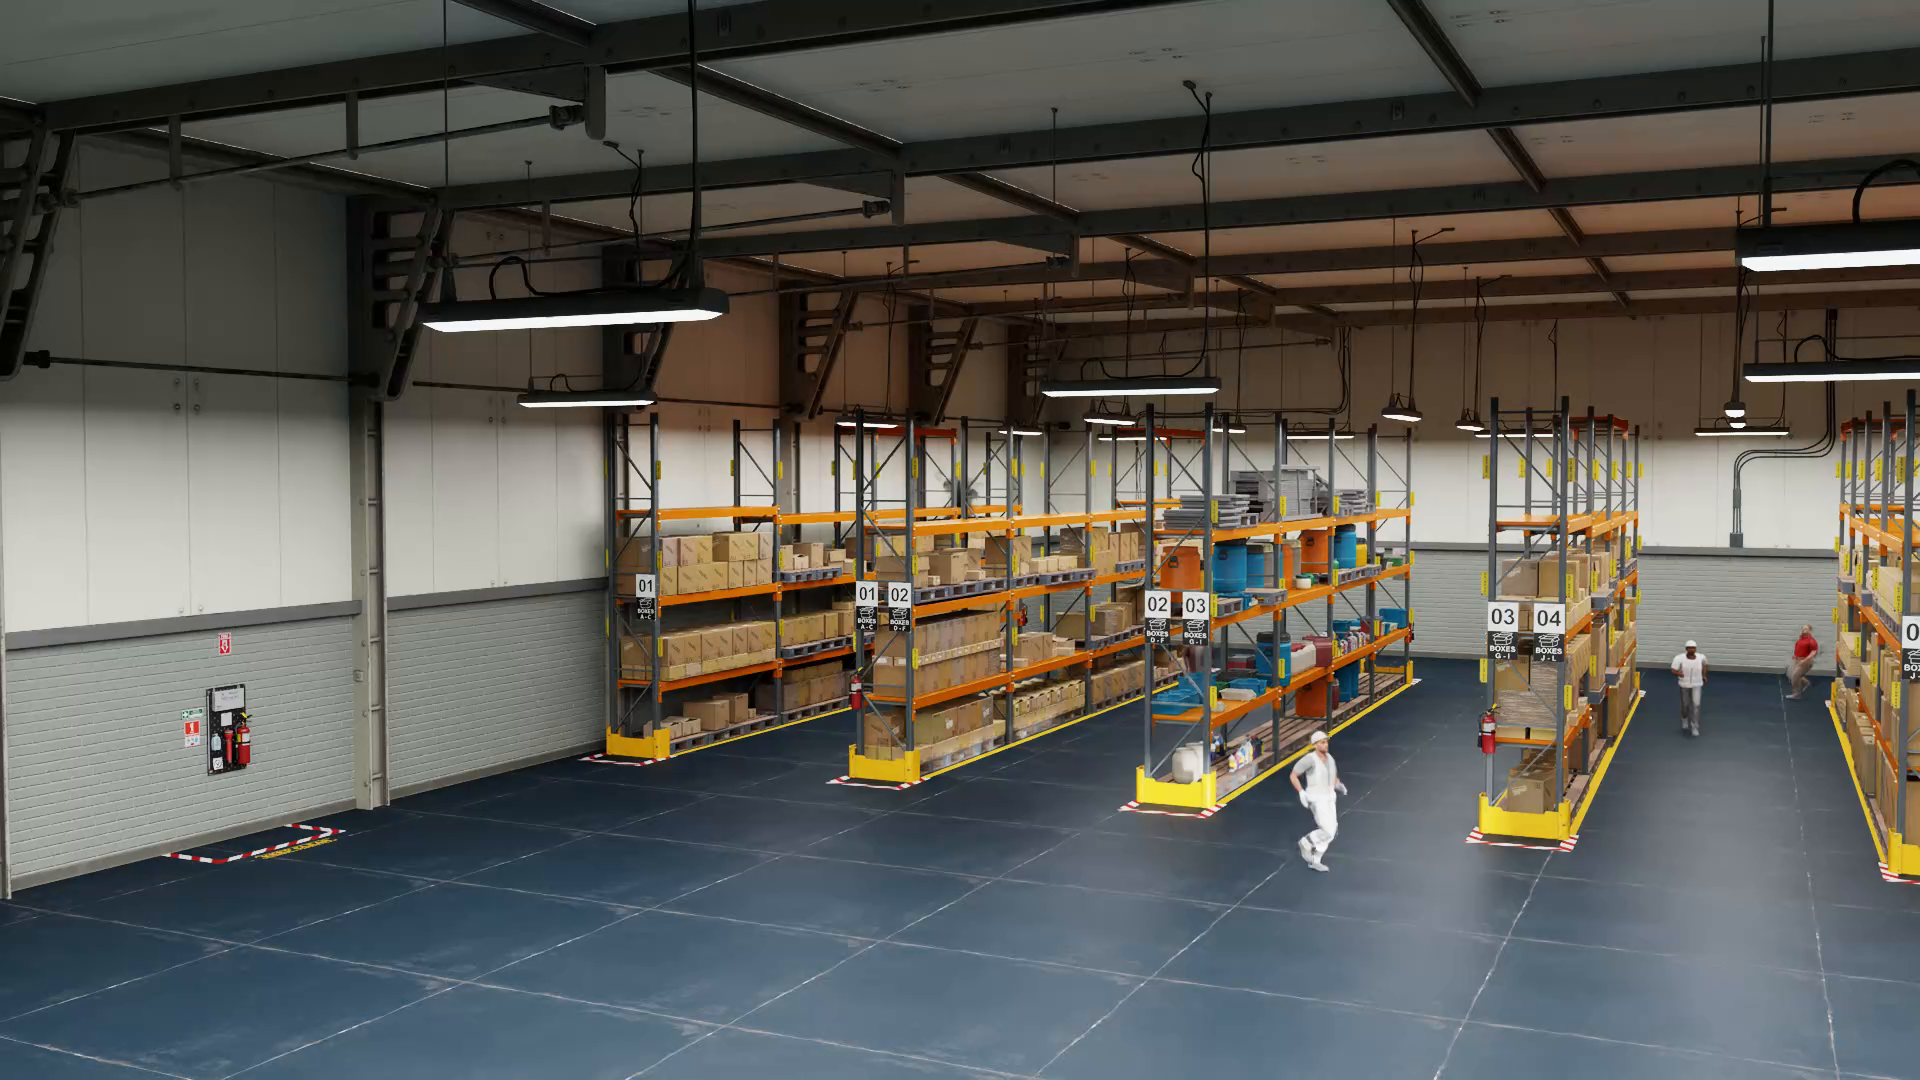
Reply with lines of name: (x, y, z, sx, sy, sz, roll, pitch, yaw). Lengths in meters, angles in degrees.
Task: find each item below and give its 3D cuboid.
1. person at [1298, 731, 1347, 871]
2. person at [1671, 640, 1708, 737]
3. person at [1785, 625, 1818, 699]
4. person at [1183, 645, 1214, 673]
person: (4.480, 3.258, 20.686, 0.547, 1.740, 0.580, -2, 3, -36)
person: (13.842, 2.776, 31.561, 0.653, 1.776, 0.949, 1, 3, 22)
person: (18.367, 2.656, 36.182, 0.558, 1.649, 0.696, 0, 2, -5)
person: (4.827, 2.711, 33.669, 0.627, 1.723, 0.760, 0, 2, 10)
